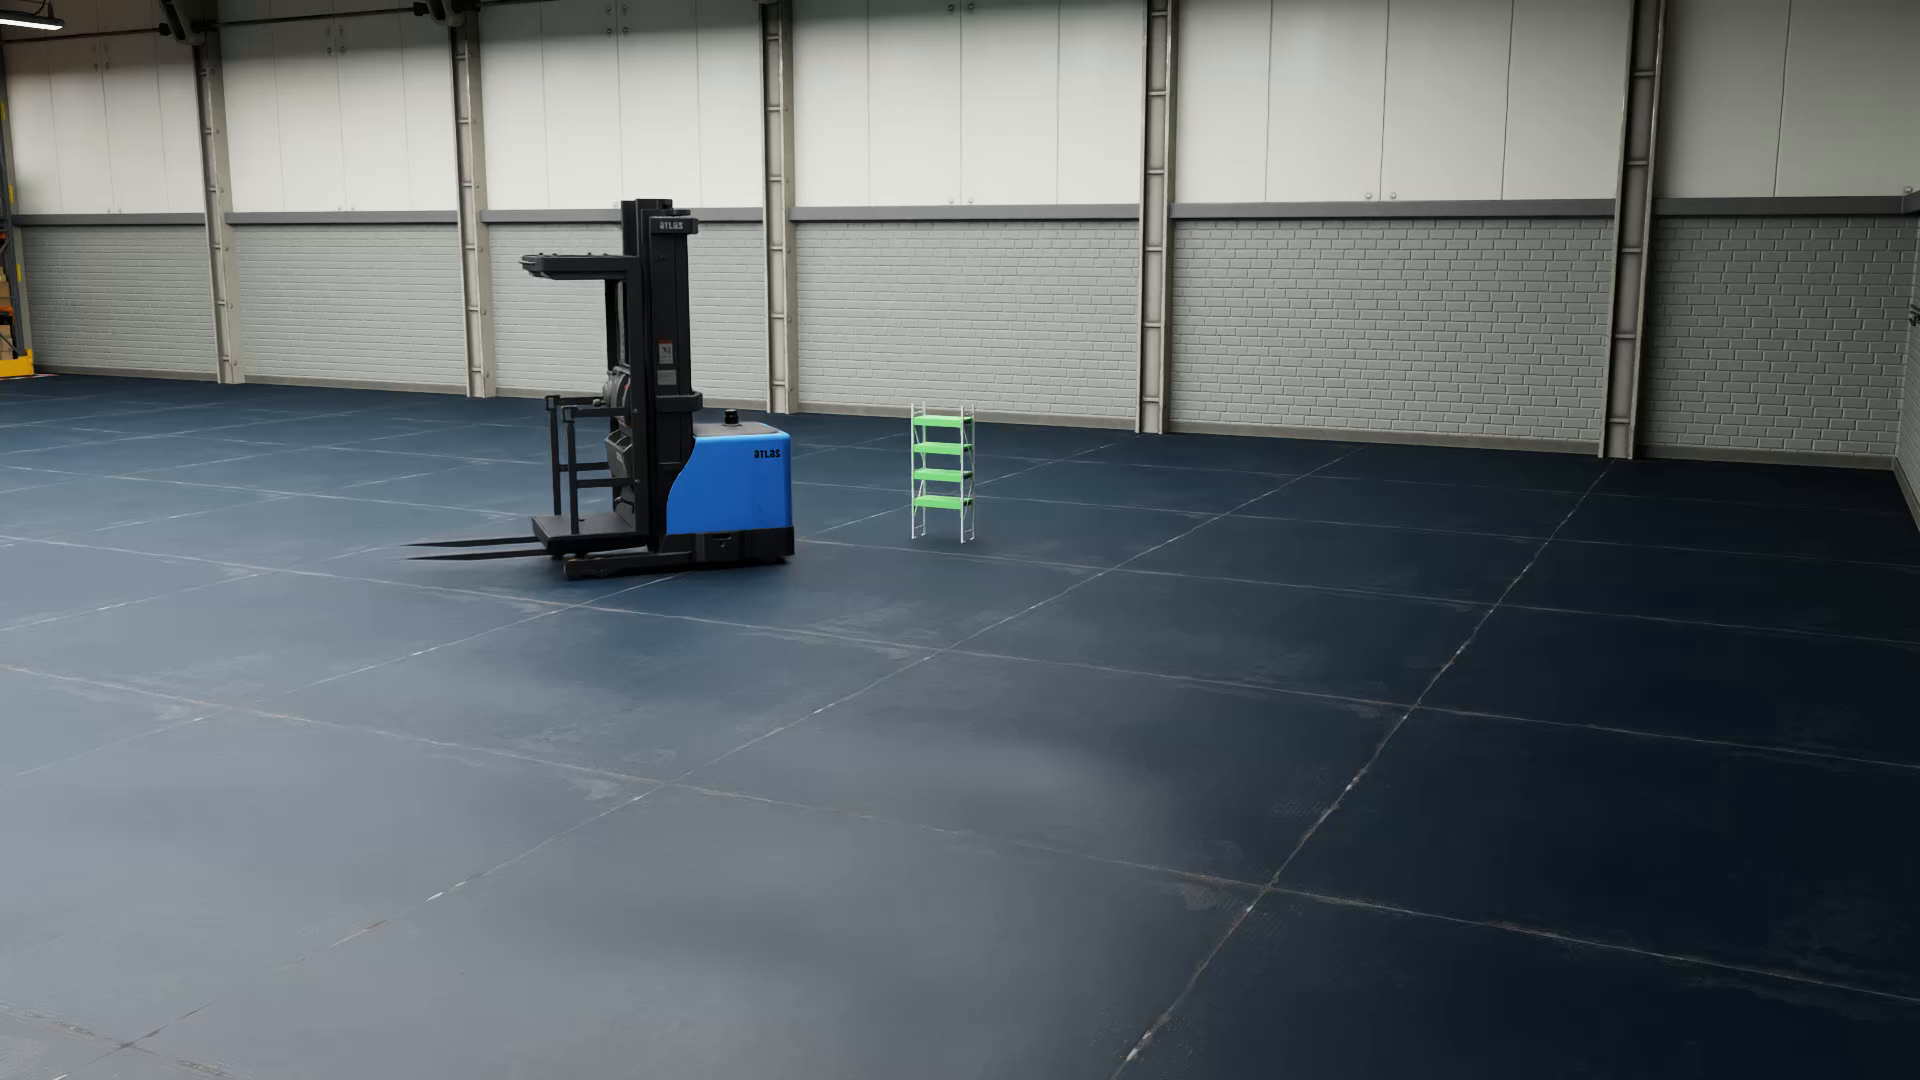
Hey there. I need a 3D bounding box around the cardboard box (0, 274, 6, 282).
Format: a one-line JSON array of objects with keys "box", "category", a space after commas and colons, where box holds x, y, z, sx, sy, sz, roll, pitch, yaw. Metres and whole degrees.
[{"box": [-18.828, -5.096, 32.364, 0.250, 0.149, 0.380, 5, 11, 24], "category": "cardboard box"}]

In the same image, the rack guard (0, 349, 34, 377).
[{"box": [-18.617, -3.428, 32.266, 0.348, 0.500, 1.175, 5, 11, 26], "category": "rack guard"}]

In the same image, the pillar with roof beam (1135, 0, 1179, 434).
[{"box": [0.754, -5.232, 18.369, 0.400, 9.000, 9.100, 5, 11, 26], "category": "pillar with roof beam"}]

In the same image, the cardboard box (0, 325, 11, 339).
[{"box": [-18.986, -4.073, 32.548, 0.500, 0.250, 0.500, 5, 11, 25], "category": "cardboard box"}]

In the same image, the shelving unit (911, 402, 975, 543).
[{"box": [-0.148, -0.603, 14.695, 0.503, 1.200, 0.258, 5, 11, 26], "category": "shelving unit"}]

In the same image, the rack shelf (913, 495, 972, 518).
[{"box": [-0.148, -0.304, 14.750, 0.480, 0.148, 0.258, 5, 11, 26], "category": "rack shelf"}]

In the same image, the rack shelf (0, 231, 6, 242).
[{"box": [-20.432, -5.939, 32.721, 4.000, 0.370, 1.077, 5, 11, 26], "category": "rack shelf"}]

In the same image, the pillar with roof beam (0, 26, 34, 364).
[{"box": [-20.769, -7.123, 28.819, 0.400, 9.000, 9.100, 5, 11, 26], "category": "pillar with roof beam"}]

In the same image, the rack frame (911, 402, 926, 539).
[{"box": [-0.367, -0.623, 14.802, 0.015, 1.200, 0.240, 5, 11, 26], "category": "rack frame"}]

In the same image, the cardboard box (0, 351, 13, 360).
[{"box": [-18.992, -3.583, 32.648, 0.500, 0.250, 0.500, 5, 11, 26], "category": "cardboard box"}]

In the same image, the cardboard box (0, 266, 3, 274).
[{"box": [-18.845, -5.235, 32.295, 0.250, 0.149, 0.380, 5, 11, 25], "category": "cardboard box"}]

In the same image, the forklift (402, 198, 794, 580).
[{"box": [-2.935, -1.236, 13.328, 3.031, 2.935, 1.130, -4, 11, -21], "category": "forklift"}]

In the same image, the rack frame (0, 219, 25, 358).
[{"box": [-18.638, -4.660, 32.054, 0.127, 3.000, 1.000, 5, 11, 26], "category": "rack frame"}]

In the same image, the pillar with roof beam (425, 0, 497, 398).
[{"box": [-10.007, -6.177, 23.594, 0.548, 9.000, 9.100, 5, 11, 26], "category": "pillar with roof beam"}]

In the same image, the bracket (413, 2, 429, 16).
[{"box": [-8.632, -8.612, 26.940, 0.430, 0.232, 0.235, 5, 11, 26], "category": "bracket"}]

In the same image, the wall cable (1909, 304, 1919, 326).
[{"box": [10.096, -3.475, 17.383, 0.112, 2.526, 3.097, 5, 11, 26], "category": "wall cable"}]

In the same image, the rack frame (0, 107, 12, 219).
[{"box": [-18.638, -7.612, 31.519, 0.127, 3.000, 1.000, 5, 11, 26], "category": "rack frame"}]

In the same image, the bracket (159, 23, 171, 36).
[{"box": [-14.013, -9.085, 29.552, 0.430, 0.232, 0.235, 5, 11, 26], "category": "bracket"}]

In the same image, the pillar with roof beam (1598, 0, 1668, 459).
[{"box": [6.135, -4.759, 15.757, 0.400, 9.000, 9.100, 5, 11, 26], "category": "pillar with roof beam"}]

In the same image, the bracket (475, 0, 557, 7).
[{"box": [-5.562, -8.342, 25.449, 4.783, 0.066, 0.076, 5, 11, 26], "category": "bracket"}]

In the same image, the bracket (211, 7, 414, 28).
[{"box": [-10.942, -8.815, 28.062, 4.783, 0.066, 0.076, 5, 11, 26], "category": "bracket"}]

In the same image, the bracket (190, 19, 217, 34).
[{"box": [-13.268, -9.020, 29.191, 0.430, 0.232, 0.235, 5, 11, 26], "category": "bracket"}]

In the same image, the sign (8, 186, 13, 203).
[{"box": [-18.387, -6.693, 32.189, 0.005, 0.325, 0.100, 5, 11, 26], "category": "sign"}]

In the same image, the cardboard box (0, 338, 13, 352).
[{"box": [-18.968, -3.829, 32.605, 0.500, 0.250, 0.500, 5, 12, 27], "category": "cardboard box"}]

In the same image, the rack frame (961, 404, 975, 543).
[{"box": [0.070, -0.584, 14.589, 0.015, 1.200, 0.240, 5, 11, 26], "category": "rack frame"}]

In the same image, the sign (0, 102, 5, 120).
[{"box": [-18.387, -8.237, 31.909, 0.005, 0.325, 0.100, 5, 11, 26], "category": "sign"}]

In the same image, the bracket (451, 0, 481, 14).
[{"box": [-7.887, -8.547, 26.579, 0.430, 0.232, 0.235, 5, 11, 26], "category": "bracket"}]

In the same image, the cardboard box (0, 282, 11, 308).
[{"box": [-18.960, -4.792, 32.506, 0.500, 0.500, 0.500, 5, 12, 28], "category": "cardboard box"}]

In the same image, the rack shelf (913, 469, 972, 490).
[{"box": [-0.148, -0.541, 14.707, 0.480, 0.148, 0.258, 5, 11, 26], "category": "rack shelf"}]

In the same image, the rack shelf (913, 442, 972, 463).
[{"box": [-0.148, -0.777, 14.664, 0.480, 0.148, 0.258, 5, 11, 26], "category": "rack shelf"}]

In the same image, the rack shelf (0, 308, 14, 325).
[{"box": [-20.432, -4.463, 32.989, 4.000, 0.370, 1.077, 5, 11, 26], "category": "rack shelf"}]

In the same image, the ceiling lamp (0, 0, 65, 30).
[{"box": [-14.261, -9.335, 24.652, 0.800, 3.185, 2.000, 5, 11, 26], "category": "ceiling lamp"}]

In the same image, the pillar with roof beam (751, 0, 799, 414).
[{"box": [-4.627, -5.705, 20.982, 0.548, 9.000, 9.100, 5, 11, 26], "category": "pillar with roof beam"}]

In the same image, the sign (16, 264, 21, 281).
[{"box": [-18.387, -5.213, 32.457, 0.005, 0.325, 0.100, 5, 11, 26], "category": "sign"}]

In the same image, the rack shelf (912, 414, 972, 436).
[{"box": [-0.148, -1.013, 14.621, 0.480, 0.148, 0.258, 5, 11, 26], "category": "rack shelf"}]

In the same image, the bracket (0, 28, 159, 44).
[{"box": [-16.323, -9.288, 30.674, 4.783, 0.066, 0.076, 5, 11, 26], "category": "bracket"}]

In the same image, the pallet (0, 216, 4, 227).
[{"box": [-19.261, -6.152, 32.125, 1.213, 0.211, 1.003, 5, 11, 26], "category": "pallet"}]

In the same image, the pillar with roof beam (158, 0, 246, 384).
[{"box": [-15.388, -6.650, 26.207, 0.548, 9.000, 9.100, 5, 11, 26], "category": "pillar with roof beam"}]
